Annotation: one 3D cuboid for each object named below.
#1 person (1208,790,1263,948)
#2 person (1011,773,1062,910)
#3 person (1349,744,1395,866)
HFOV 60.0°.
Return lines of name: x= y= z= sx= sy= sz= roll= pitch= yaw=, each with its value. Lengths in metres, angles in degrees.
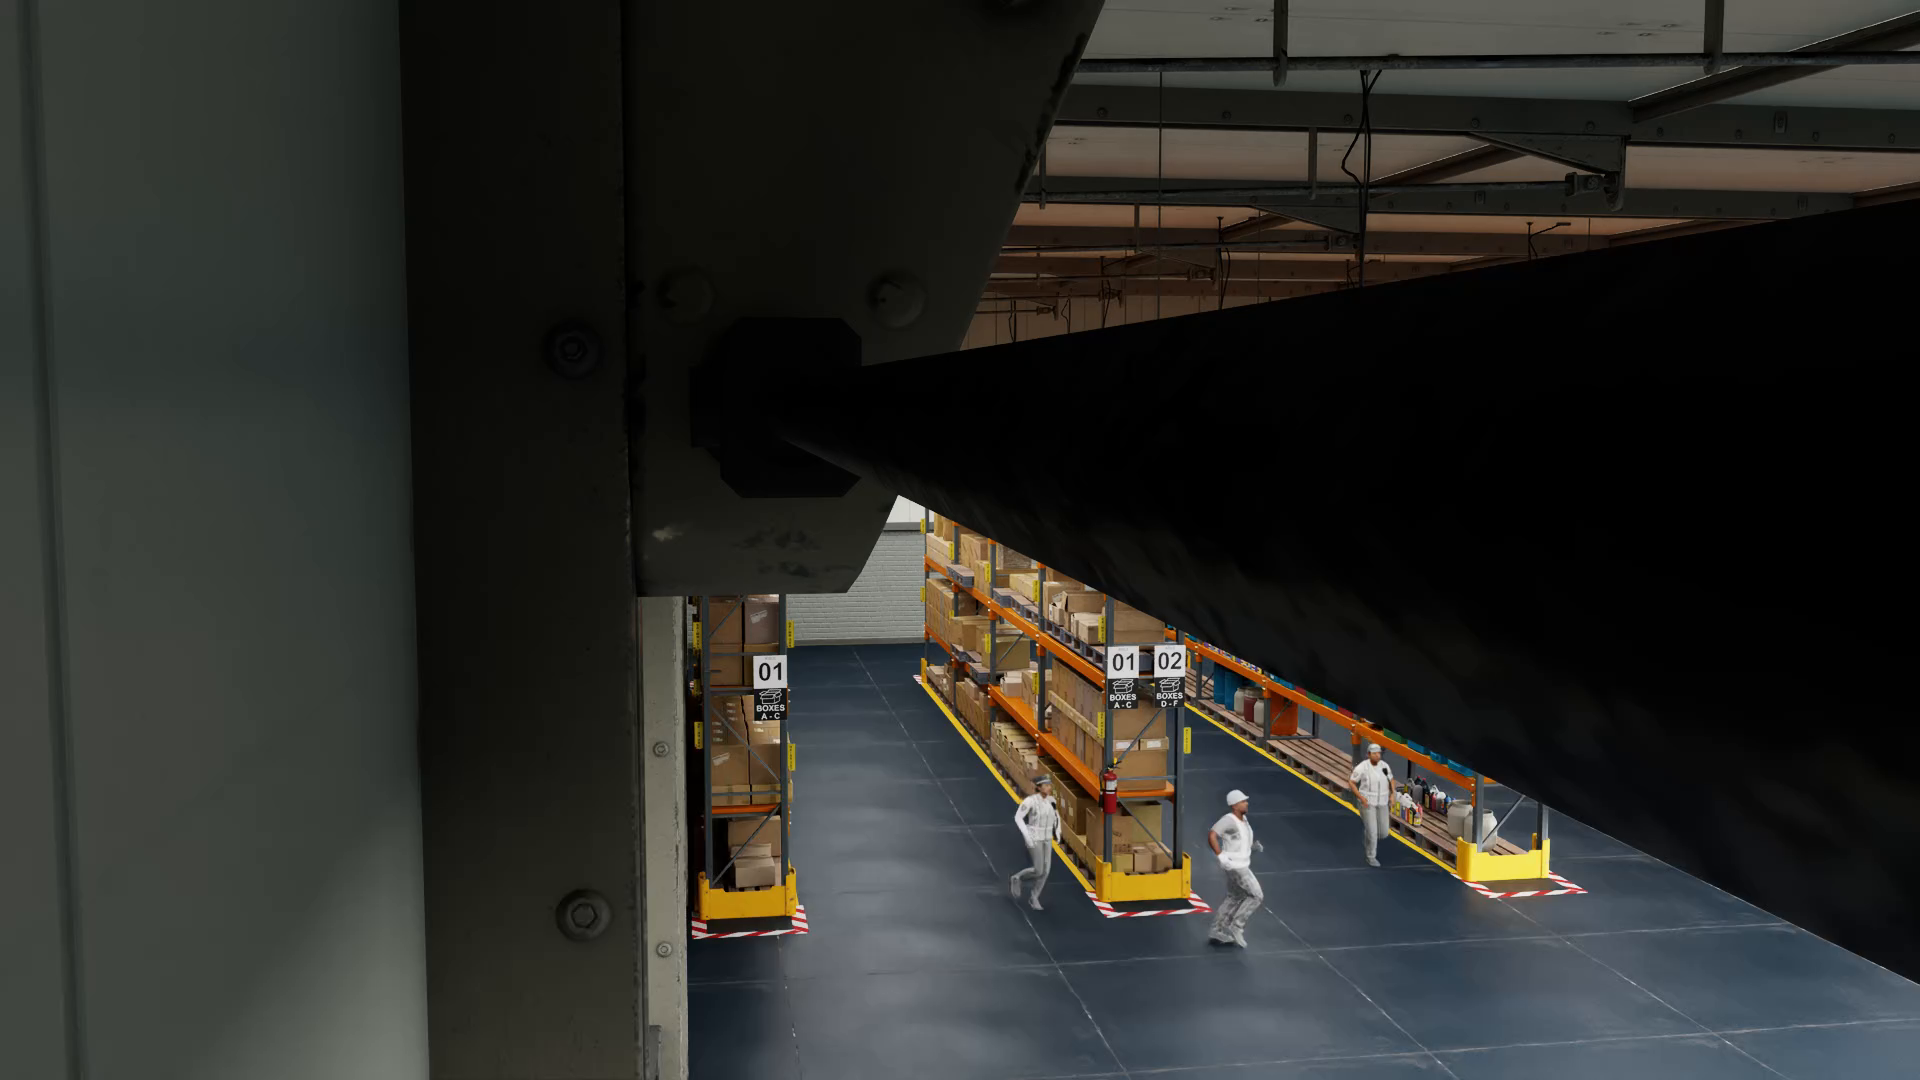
person: x=3.195 y=3.766 z=19.173 sx=0.627 sy=1.763 sz=0.683 roll=1 pitch=5 yaw=14
person: x=0.986 y=3.714 z=20.626 sx=0.630 sy=1.679 sz=0.541 roll=-4 pitch=6 yaw=-37
person: x=5.564 y=3.543 z=22.493 sx=0.646 sy=1.622 sz=0.630 roll=-1 pitch=5 yaw=-11
